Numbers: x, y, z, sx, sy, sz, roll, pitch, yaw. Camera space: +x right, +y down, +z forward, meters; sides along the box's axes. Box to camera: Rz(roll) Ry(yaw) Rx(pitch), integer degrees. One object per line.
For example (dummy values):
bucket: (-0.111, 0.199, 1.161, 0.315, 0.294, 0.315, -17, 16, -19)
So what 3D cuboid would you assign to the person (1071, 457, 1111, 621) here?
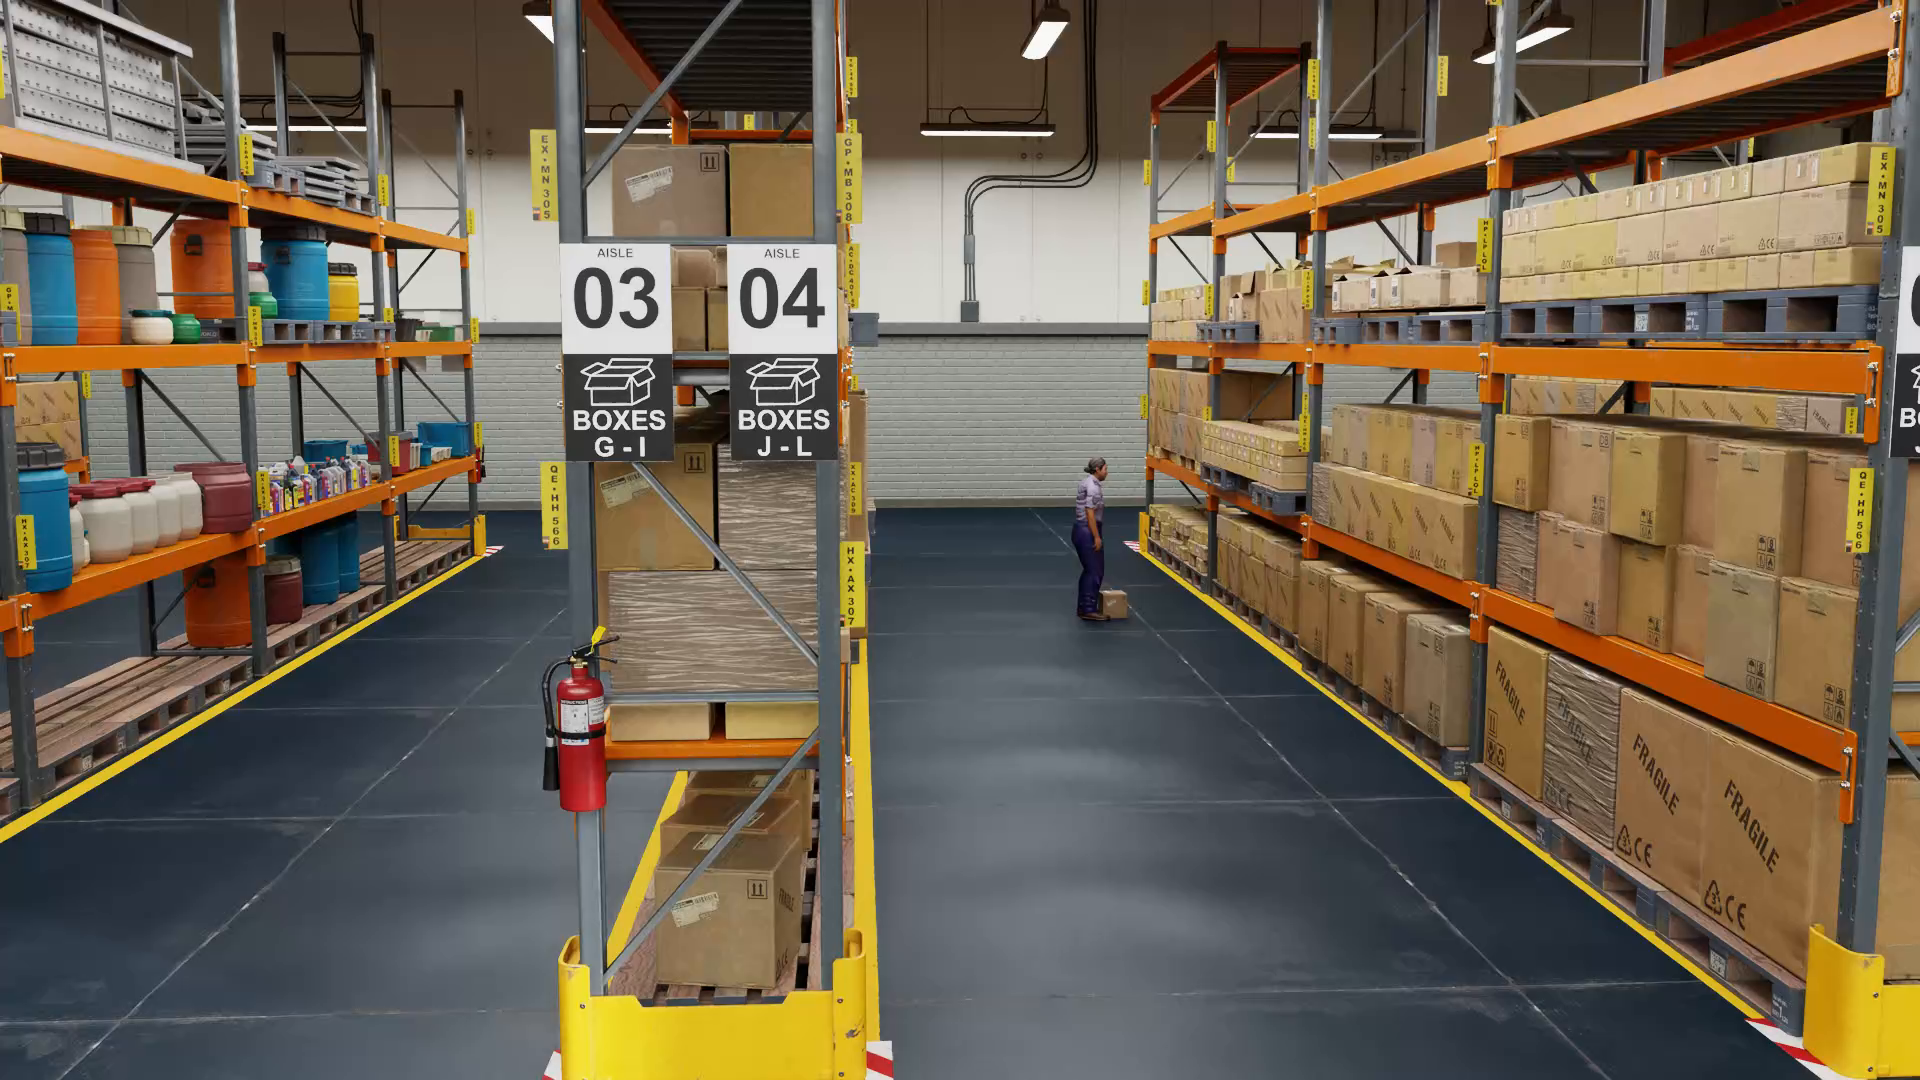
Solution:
person: (1.335, -0.028, 17.009, 0.367, 1.652, 0.543, 0, 7, -4)
